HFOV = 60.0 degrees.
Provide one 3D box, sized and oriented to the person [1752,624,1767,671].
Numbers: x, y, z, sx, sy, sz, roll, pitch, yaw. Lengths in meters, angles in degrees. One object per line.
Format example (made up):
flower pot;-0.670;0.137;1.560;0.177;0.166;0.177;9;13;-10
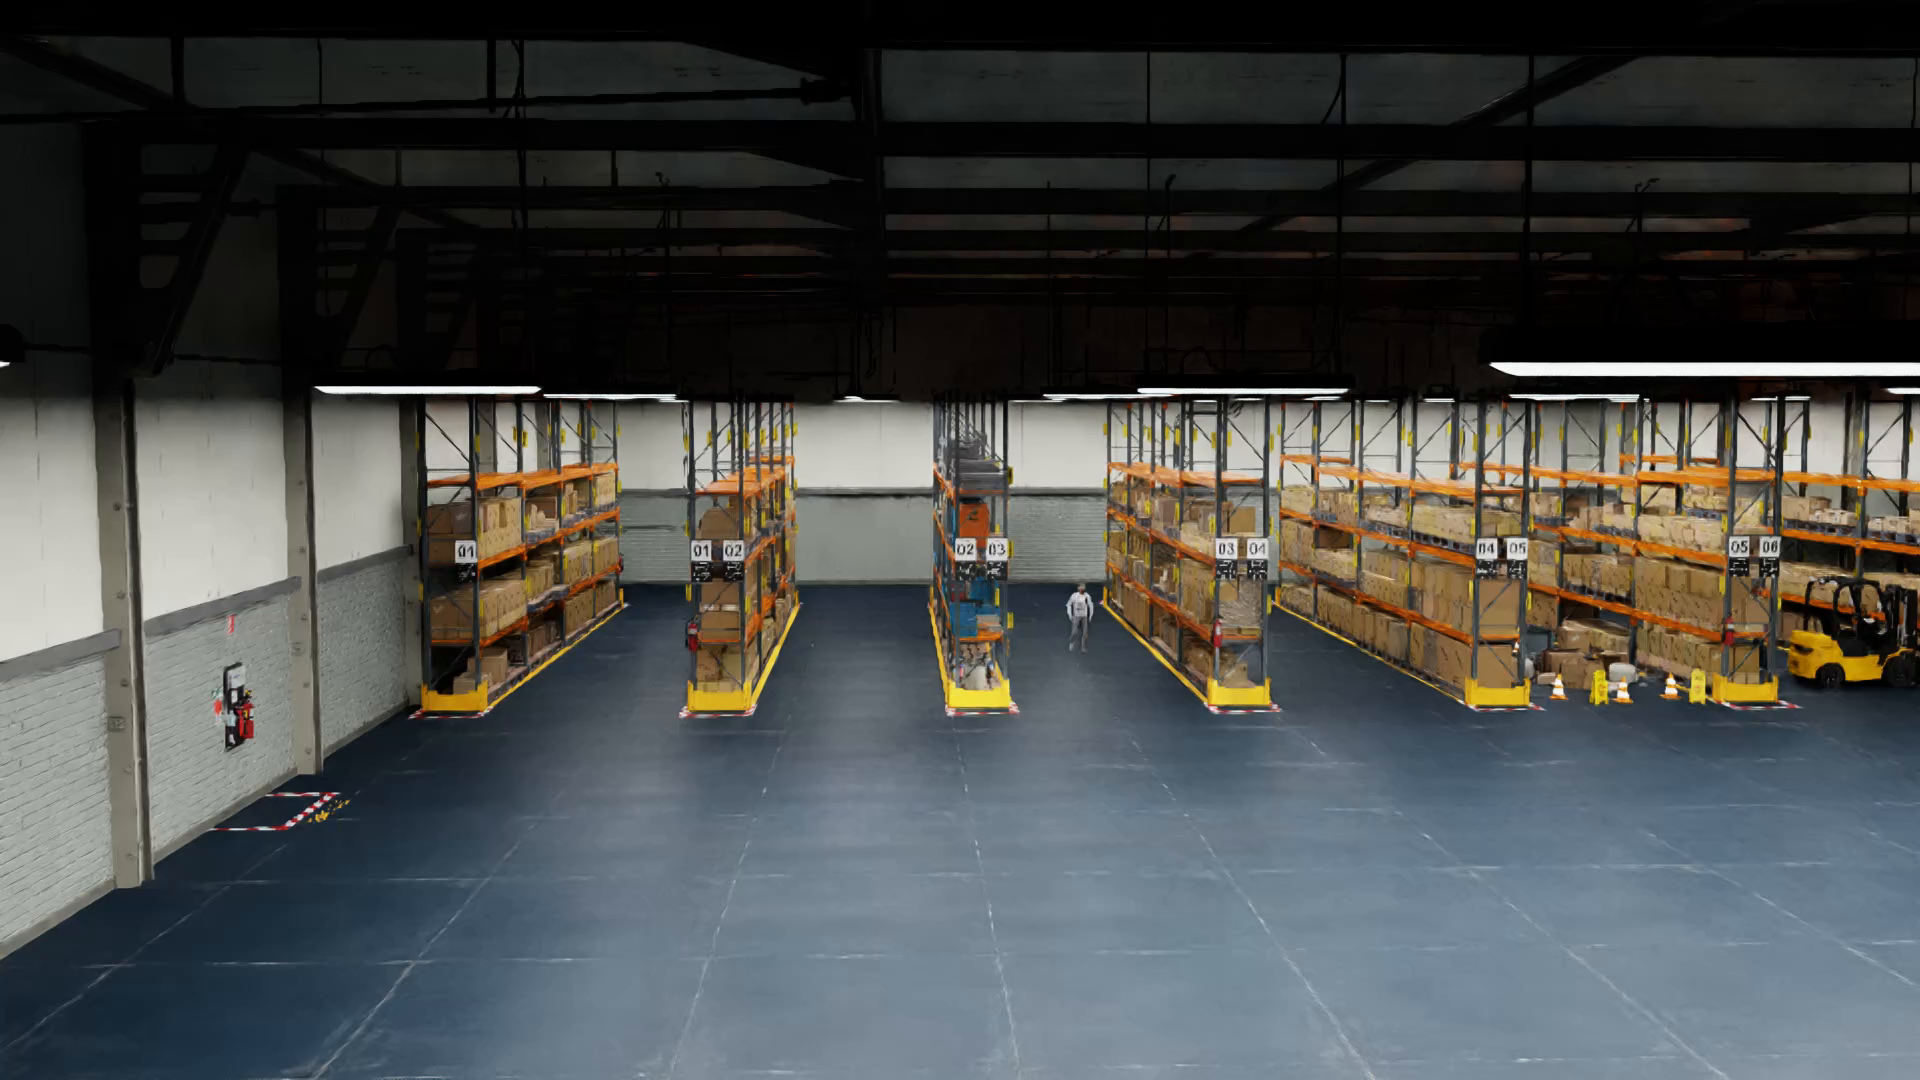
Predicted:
person;17.110;2.003;35.696;0.454;1.599;0.467;2;5;27

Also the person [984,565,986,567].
person;0.824;1.147;46.099;0.498;1.582;1.075;0;5;-5

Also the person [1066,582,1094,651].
person;2.785;1.767;38.627;0.639;1.632;0.506;0;5;-5

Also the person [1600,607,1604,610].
person;17.635;1.099;46.372;0.632;1.675;0.742;0;5;5
